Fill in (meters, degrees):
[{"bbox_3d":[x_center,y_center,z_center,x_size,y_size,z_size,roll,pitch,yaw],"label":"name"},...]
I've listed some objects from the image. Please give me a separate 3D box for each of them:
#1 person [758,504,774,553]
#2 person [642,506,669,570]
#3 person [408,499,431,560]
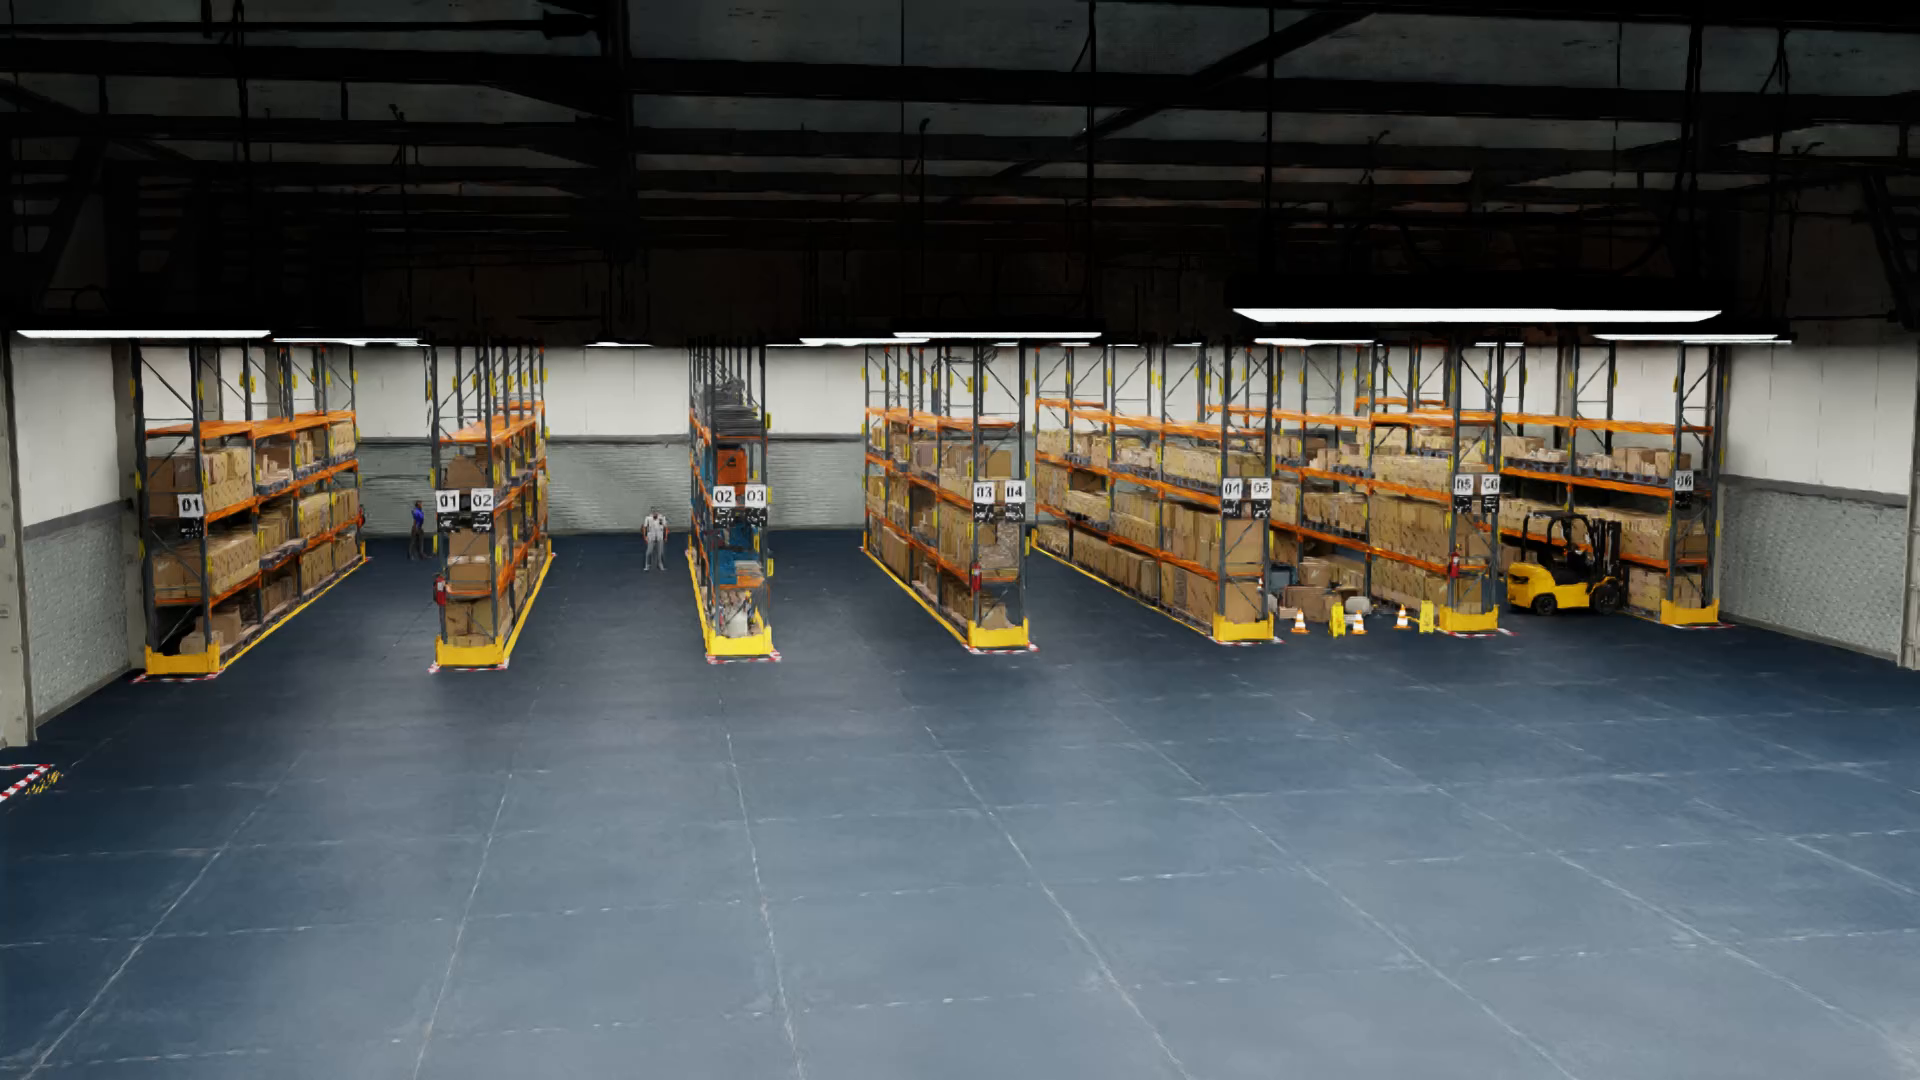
[{"bbox_3d":[-5.542,-0.512,46.710,0.526,1.782,0.666,0,7,2],"label":"person"},{"bbox_3d":[-7.888,-0.053,43.060,0.682,1.715,0.528,-1,7,-12],"label":"person"},{"bbox_3d":[-14.805,-0.292,45.352,0.507,1.656,0.583,0,7,1],"label":"person"}]
